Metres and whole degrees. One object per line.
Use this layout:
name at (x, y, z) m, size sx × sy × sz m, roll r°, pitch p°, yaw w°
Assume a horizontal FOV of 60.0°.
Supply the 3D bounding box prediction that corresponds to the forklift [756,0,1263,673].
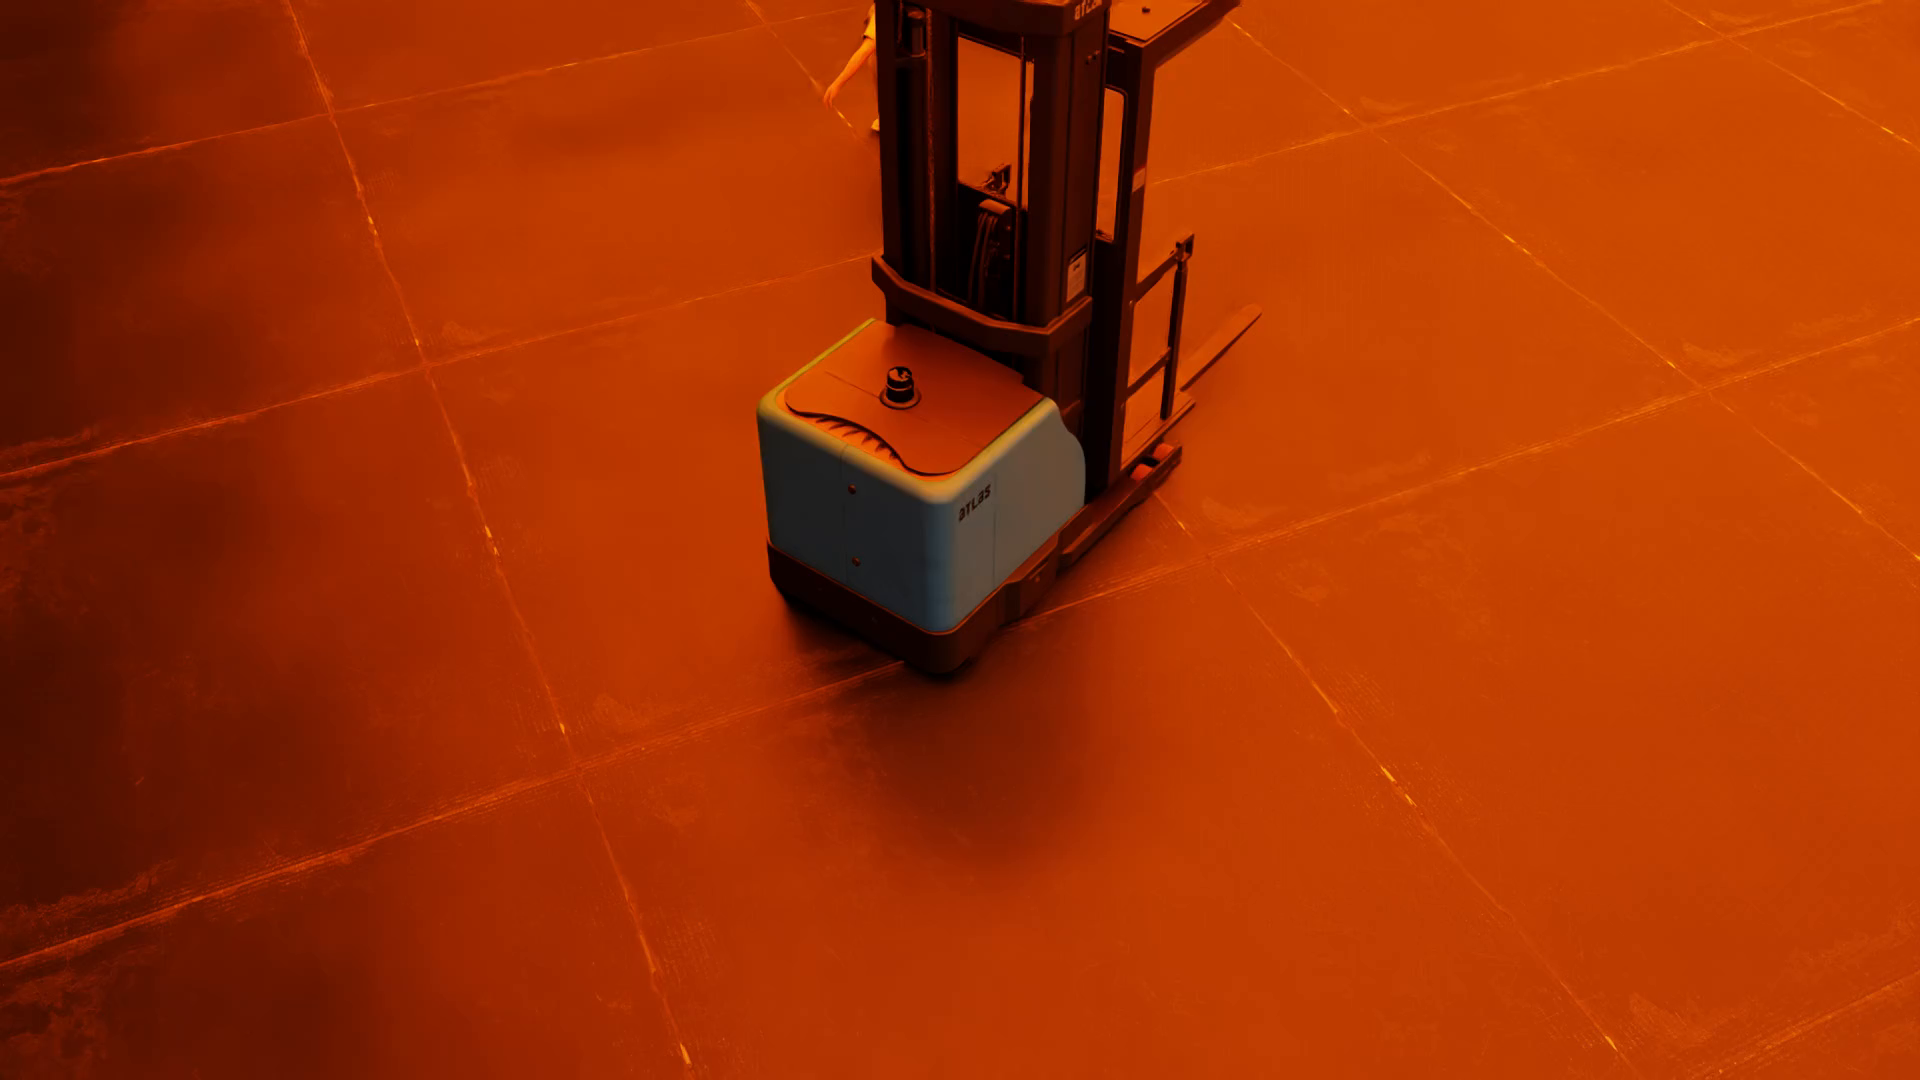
forklift at (0.430, -1.458, 7.242) m, size 1.130 × 2.935 × 3.031 m, roll 27°, pitch 50°, yaw 26°

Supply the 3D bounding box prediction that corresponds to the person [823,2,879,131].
person at (-0.543, -2.832, 9.853) m, size 0.749 × 1.404 × 0.966 m, roll -14°, pitch 45°, yaw -15°
